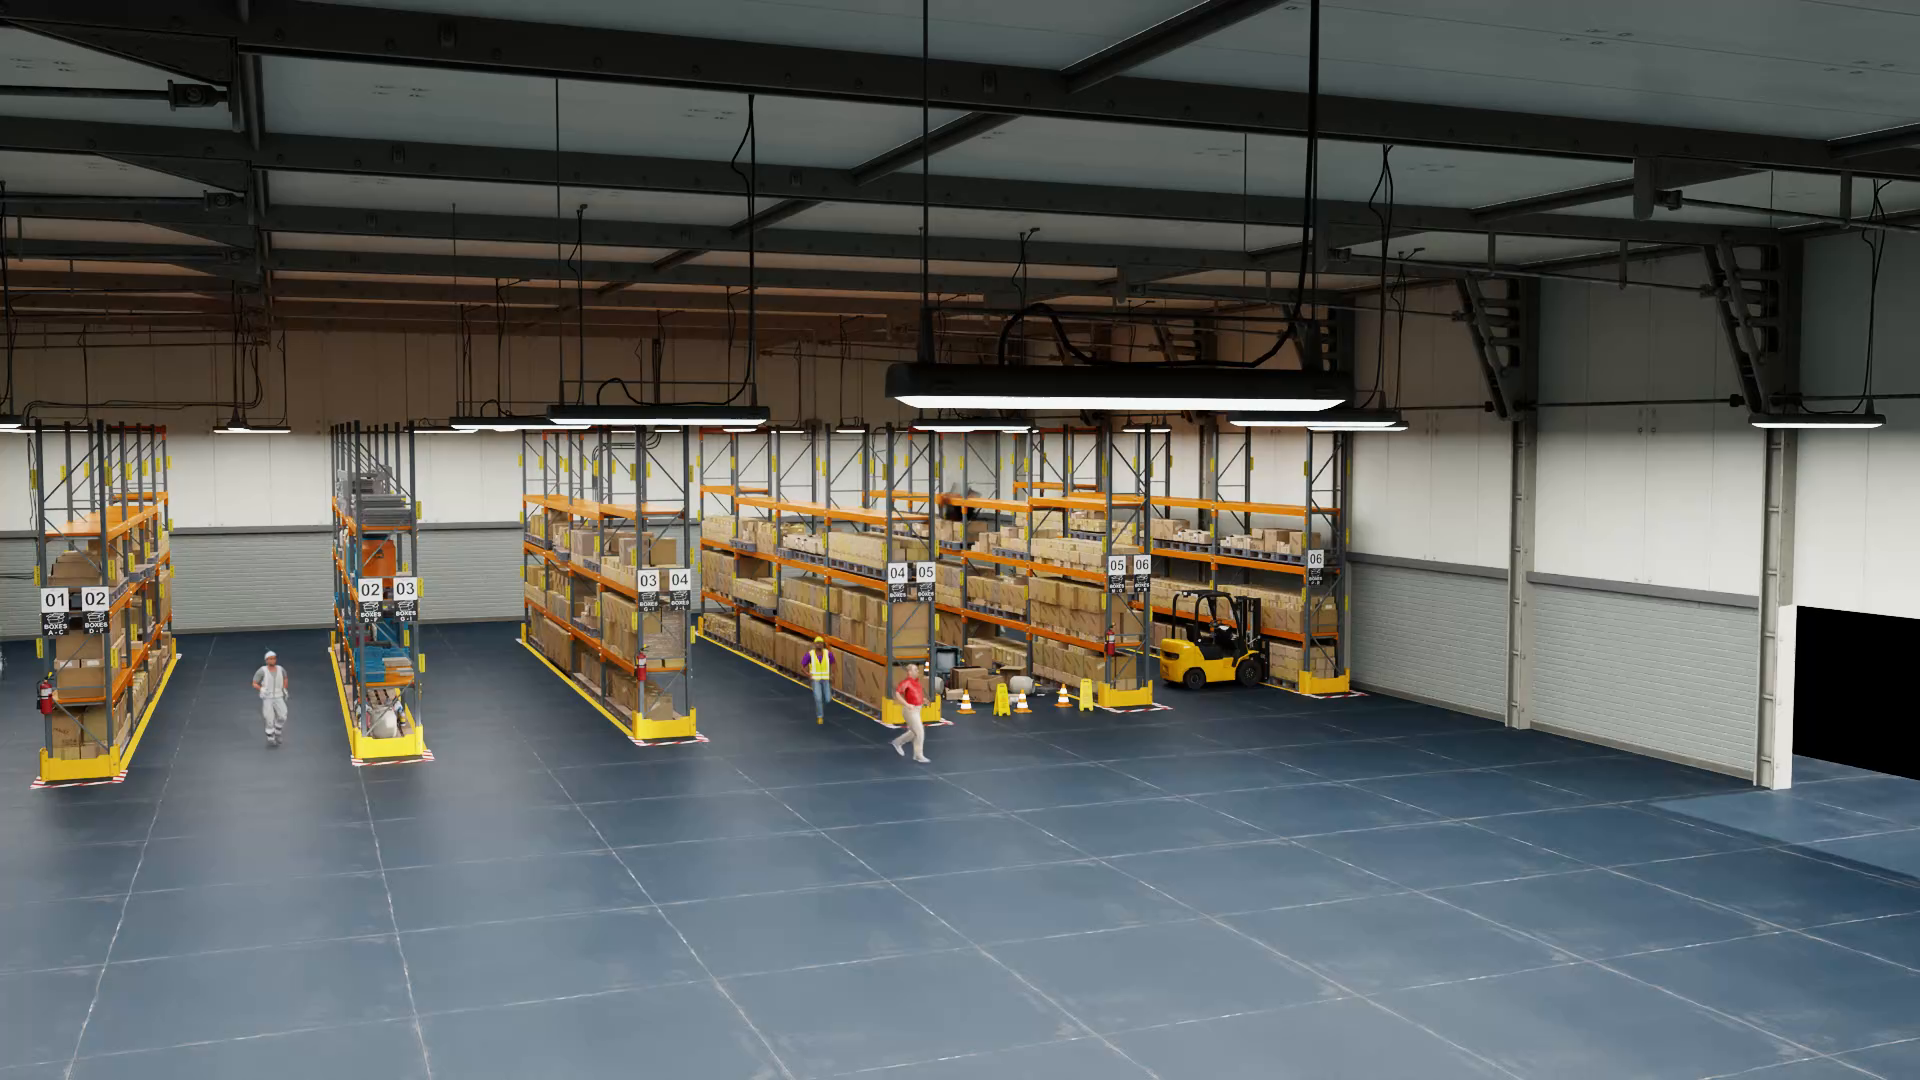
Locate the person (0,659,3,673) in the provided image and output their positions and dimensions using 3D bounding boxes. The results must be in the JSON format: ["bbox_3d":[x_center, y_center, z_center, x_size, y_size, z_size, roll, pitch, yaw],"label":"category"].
[{"bbox_3d":[-19.529,2.824,33.350,0.592,1.694,1.028,-2,4,-27],"label":"person"}]

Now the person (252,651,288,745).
[{"bbox_3d":[-12.660,2.923,30.625,0.663,1.744,0.590,-3,5,-38],"label":"person"}]

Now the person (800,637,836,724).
[{"bbox_3d":[-2.835,2.792,33.356,0.725,1.721,0.661,-1,4,-21],"label":"person"}]

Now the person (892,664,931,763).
[{"bbox_3d":[-0.883,3.041,29.287,0.781,1.724,0.658,1,4,19],"label":"person"}]

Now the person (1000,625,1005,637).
[{"bbox_3d":[0.955,1.984,45.975,0.673,1.742,0.785,-2,4,-24],"label":"person"}]
